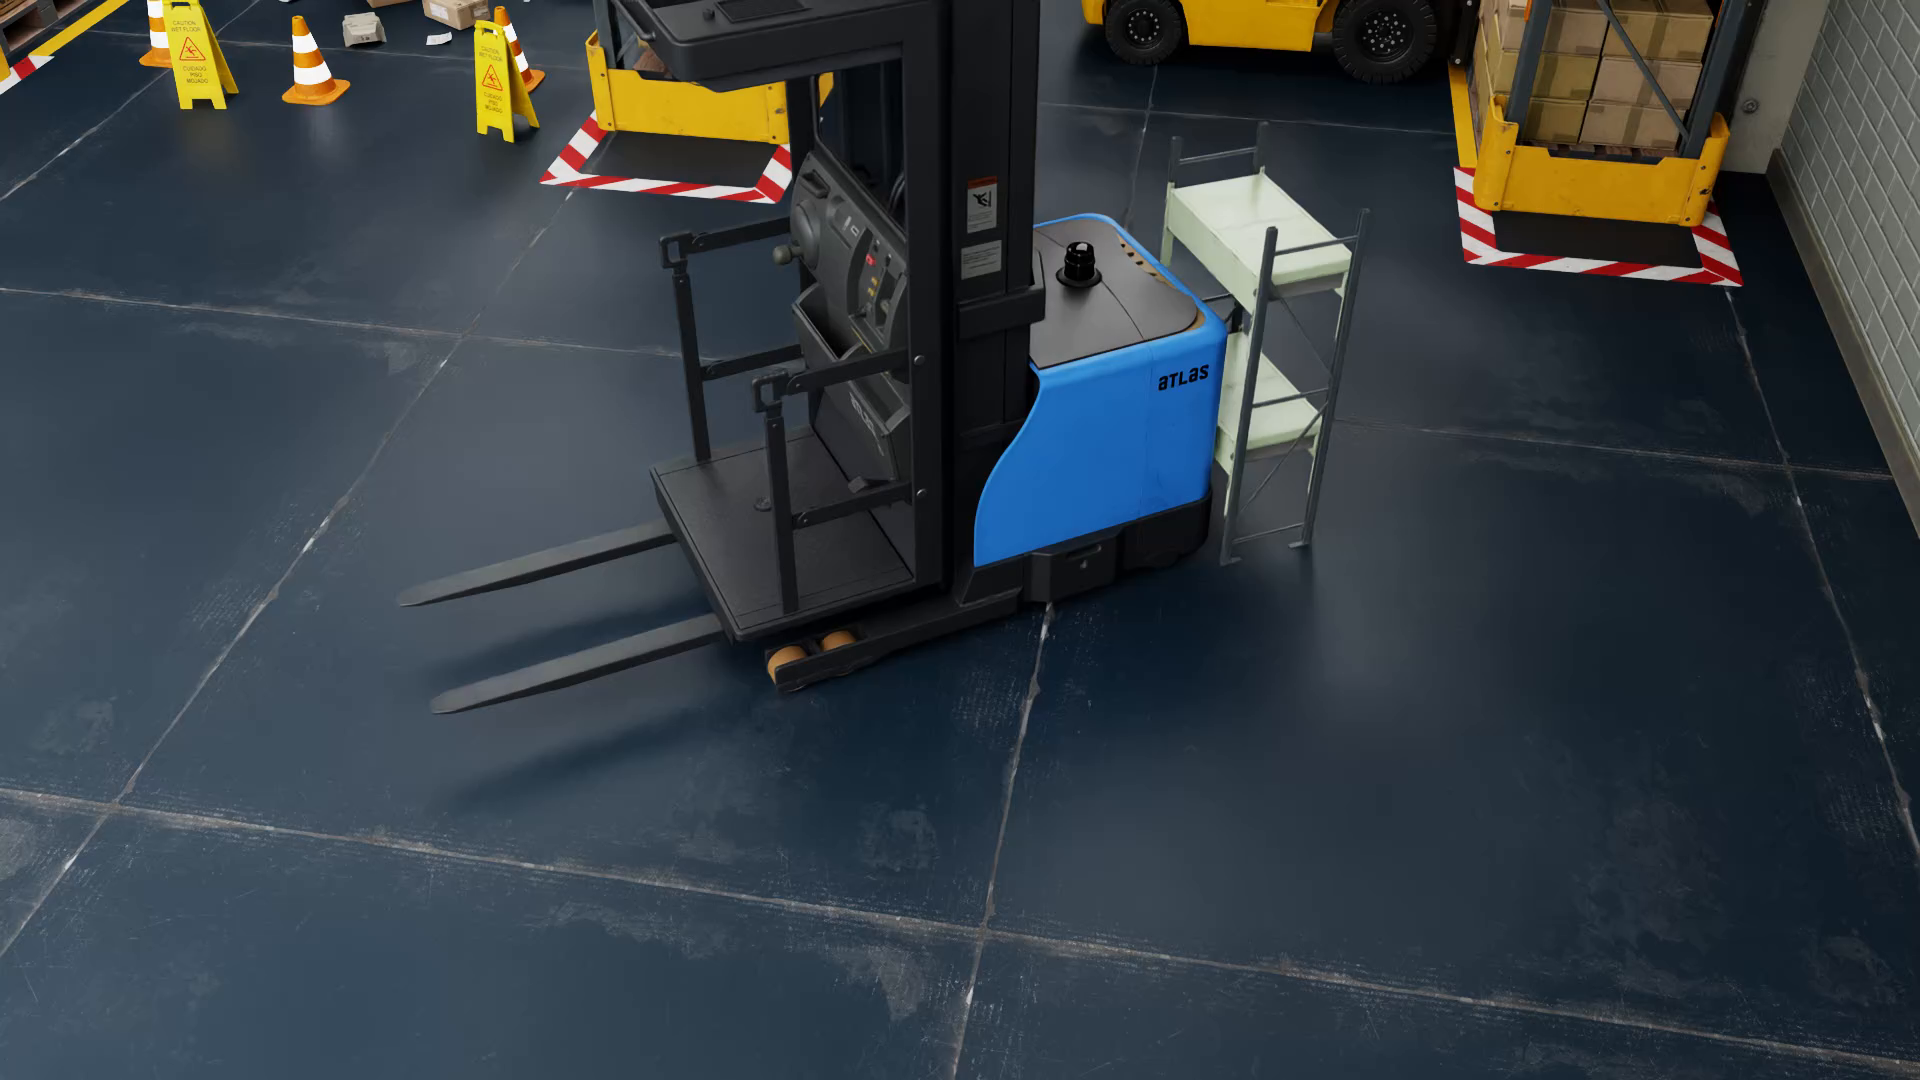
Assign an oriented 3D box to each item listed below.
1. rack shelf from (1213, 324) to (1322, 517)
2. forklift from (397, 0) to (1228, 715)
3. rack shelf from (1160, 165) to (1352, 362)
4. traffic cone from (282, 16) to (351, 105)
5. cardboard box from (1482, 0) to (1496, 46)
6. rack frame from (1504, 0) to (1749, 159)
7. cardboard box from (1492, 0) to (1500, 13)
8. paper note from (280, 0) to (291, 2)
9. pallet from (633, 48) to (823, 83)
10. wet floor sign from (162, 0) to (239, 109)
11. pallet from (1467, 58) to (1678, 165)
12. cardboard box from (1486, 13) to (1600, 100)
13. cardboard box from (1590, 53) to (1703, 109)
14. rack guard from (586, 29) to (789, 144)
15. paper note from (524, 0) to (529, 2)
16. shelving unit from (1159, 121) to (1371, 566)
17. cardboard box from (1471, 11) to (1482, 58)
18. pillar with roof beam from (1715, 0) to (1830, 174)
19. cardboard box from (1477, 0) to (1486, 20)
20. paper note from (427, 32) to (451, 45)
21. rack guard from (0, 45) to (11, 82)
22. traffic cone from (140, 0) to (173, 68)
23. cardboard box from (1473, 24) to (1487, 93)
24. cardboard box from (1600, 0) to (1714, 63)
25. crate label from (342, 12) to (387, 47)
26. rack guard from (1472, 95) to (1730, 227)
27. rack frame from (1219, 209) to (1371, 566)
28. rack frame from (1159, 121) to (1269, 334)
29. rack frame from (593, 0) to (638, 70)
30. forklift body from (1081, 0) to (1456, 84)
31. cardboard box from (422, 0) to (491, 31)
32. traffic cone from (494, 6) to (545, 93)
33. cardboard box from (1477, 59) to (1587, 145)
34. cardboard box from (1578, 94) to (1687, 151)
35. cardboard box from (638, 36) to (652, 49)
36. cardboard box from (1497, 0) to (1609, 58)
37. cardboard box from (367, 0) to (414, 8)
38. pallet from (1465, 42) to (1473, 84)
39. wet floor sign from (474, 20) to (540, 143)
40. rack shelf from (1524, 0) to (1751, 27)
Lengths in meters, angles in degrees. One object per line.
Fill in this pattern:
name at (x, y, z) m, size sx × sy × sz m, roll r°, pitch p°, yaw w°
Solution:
rack shelf at (1.099, -0.492, 6.676) m, size 0.431 × 0.370 × 0.720 m, roll -13°, pitch 41°, yaw -16°
forklift at (-0.569, -0.962, 5.613) m, size 3.031 × 2.935 × 1.130 m, roll -16°, pitch 42°, yaw -19°
rack shelf at (1.106, -1.045, 6.221) m, size 0.431 × 0.370 × 0.720 m, roll -13°, pitch 41°, yaw -16°
traffic cone at (-3.870, -2.872, 9.861) m, size 0.336 × 0.463 × 0.334 m, roll 6°, pitch 40°, yaw 8°
cardboard box at (3.241, -2.932, 9.378) m, size 0.500 × 0.250 × 0.500 m, roll 6°, pitch 40°, yaw 7°
rack frame at (3.367, -2.984, 8.005) m, size 1.000 × 3.000 × 0.127 m, roll 6°, pitch 40°, yaw 8°
cardboard box at (3.222, -3.116, 9.208) m, size 0.500 × 0.250 × 0.500 m, roll 7°, pitch 40°, yaw 8°
paper note at (-4.479, -3.637, 11.126) m, size 0.144 × 0.017 × 0.142 m, roll 20°, pitch 44°, yaw 23°
pallet at (-1.334, -3.008, 10.222) m, size 1.003 × 0.211 × 1.213 m, roll 6°, pitch 40°, yaw 8°
wet floor sign at (-4.470, -2.867, 9.712) m, size 0.267 × 0.644 × 0.232 m, roll 0°, pitch 40°, yaw 0°
pallet at (3.458, -2.394, 9.479) m, size 1.003 × 0.211 × 1.213 m, roll 6°, pitch 40°, yaw 8°
cardboard box at (3.144, -2.619, 8.999) m, size 0.500 × 0.250 × 0.500 m, roll 6°, pitch 40°, yaw 7°
cardboard box at (3.653, -2.551, 8.917) m, size 0.500 × 0.250 × 0.500 m, roll 7°, pitch 40°, yaw 8°
rack guard at (-1.509, -2.613, 9.518) m, size 1.175 × 0.500 × 0.348 m, roll 6°, pitch 40°, yaw 8°
paper note at (-2.883, -3.629, 11.131) m, size 0.032 × 0.001 × 0.123 m, roll 6°, pitch 40°, yaw 8°
shelving unit at (1.102, -0.744, 6.469) m, size 0.431 × 1.500 × 0.755 m, roll -13°, pitch 41°, yaw -16°
cardboard box at (3.328, -3.040, 9.901) m, size 0.500 × 0.250 × 0.500 m, roll 7°, pitch 40°, yaw 8°
pillar with roof beam at (0.135, -6.108, 7.076) m, size 9.100 × 9.000 × 0.400 m, roll 6°, pitch 40°, yaw 8°
cardboard box at (3.310, -3.258, 9.773) m, size 0.500 × 0.250 × 0.500 m, roll 6°, pitch 40°, yaw 7°
paper note at (-3.319, -3.197, 10.593) m, size 0.148 × 0.019 × 0.142 m, roll -6°, pitch 40°, yaw -8°
rack guard at (-6.419, -3.033, 10.026) m, size 1.175 × 0.500 × 0.348 m, roll 6°, pitch 40°, yaw 8°
traffic cone at (-4.924, -3.210, 10.270) m, size 0.336 × 0.463 × 0.334 m, roll 6°, pitch 40°, yaw 8°
cardboard box at (3.233, -2.727, 9.522) m, size 0.500 × 0.250 × 0.500 m, roll 6°, pitch 40°, yaw 8°
cardboard box at (3.637, -2.752, 8.768) m, size 0.500 × 0.250 × 0.500 m, roll 6°, pitch 40°, yaw 7°
crate label at (-3.795, -3.247, 10.570) m, size 0.250 × 0.136 × 0.298 m, roll -13°, pitch 41°, yaw -15°
rack guard at (3.363, -2.005, 8.783) m, size 1.175 × 0.500 × 0.348 m, roll 6°, pitch 40°, yaw 8°
rack frame at (1.232, -0.526, 6.205) m, size 0.400 × 1.500 × 0.023 m, roll -13°, pitch 41°, yaw -16°
rack frame at (0.973, -0.962, 6.733) m, size 0.400 × 1.500 × 0.023 m, roll -13°, pitch 41°, yaw -16°
rack frame at (-1.522, -3.529, 8.664) m, size 1.000 × 3.000 × 0.127 m, roll 6°, pitch 40°, yaw 8°
forklift body at (1.899, -4.048, 9.958) m, size 2.313 × 2.155 × 1.214 m, roll 6°, pitch 40°, yaw 8°
cardboard box at (-3.285, -3.475, 10.836) m, size 0.380 × 0.149 × 0.250 m, roll 28°, pitch 47°, yaw 30°
traffic cone at (-2.718, -2.963, 9.971) m, size 0.336 × 0.463 × 0.334 m, roll 6°, pitch 40°, yaw 8°
cardboard box at (3.137, -2.416, 9.146) m, size 0.500 × 0.250 × 0.500 m, roll 7°, pitch 40°, yaw 8°
cardboard box at (3.645, -2.373, 9.094) m, size 0.500 × 0.250 × 0.500 m, roll 7°, pitch 40°, yaw 8°
cardboard box at (-1.643, -3.183, 10.074) m, size 0.500 × 0.250 × 0.500 m, roll 6°, pitch 40°, yaw 7°
cardboard box at (3.140, -2.795, 8.820) m, size 0.500 × 0.250 × 0.500 m, roll 8°, pitch 40°, yaw 9°
cardboard box at (-3.712, -3.948, 11.130) m, size 0.797 × 0.503 × 0.637 m, roll -20°, pitch 44°, yaw -23°
pallet at (3.672, -3.157, 10.403) m, size 1.003 × 0.211 × 1.213 m, roll 6°, pitch 40°, yaw 8°
wet floor sign at (-2.609, -2.620, 9.413) m, size 0.267 × 0.644 × 0.232 m, roll 20°, pitch 44°, yaw 23°
rack shelf at (3.713, -3.962, 9.752) m, size 1.077 × 0.370 × 4.000 m, roll 6°, pitch 40°, yaw 8°
